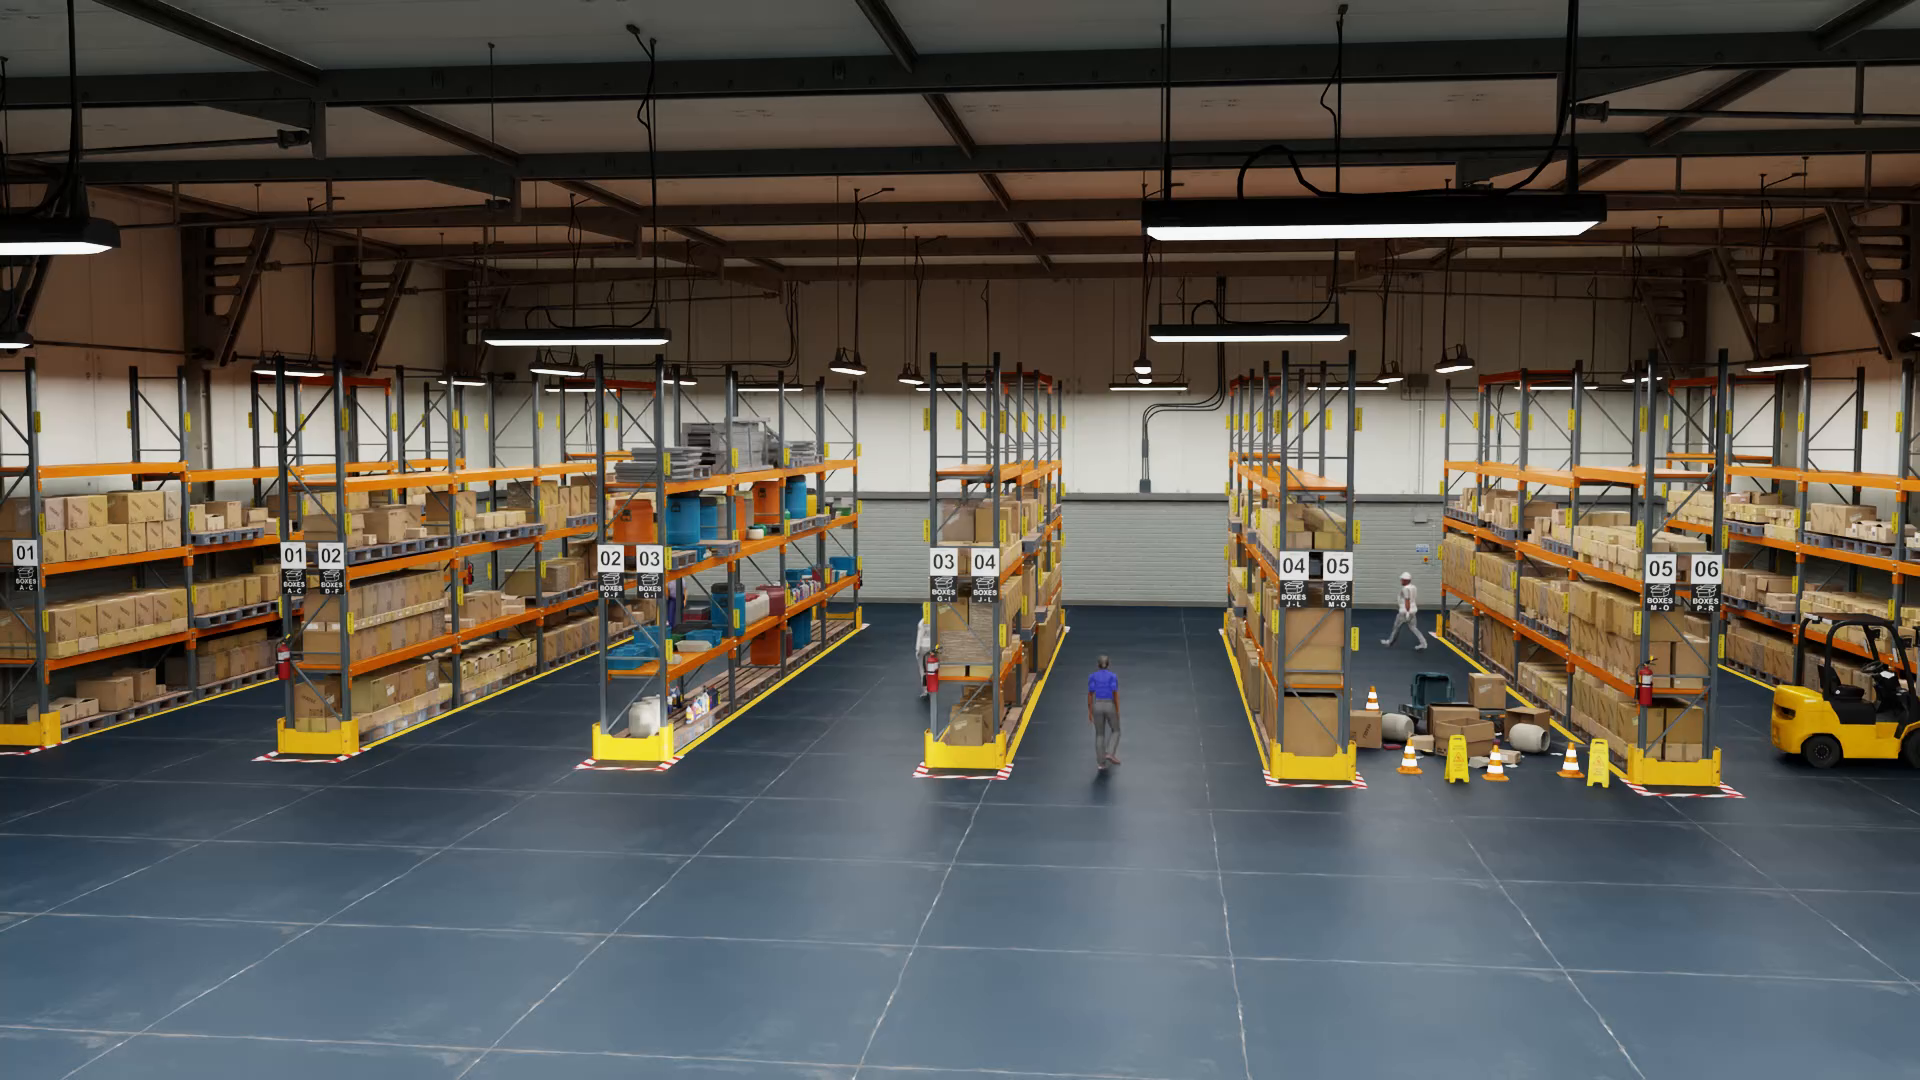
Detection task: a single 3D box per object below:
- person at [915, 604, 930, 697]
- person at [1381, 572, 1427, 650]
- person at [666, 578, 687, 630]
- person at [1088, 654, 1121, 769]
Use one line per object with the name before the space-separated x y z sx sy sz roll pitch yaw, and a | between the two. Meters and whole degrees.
person | -0.580 2.041 30.422 0.525 1.754 0.386 -2 5 -28
person | 9.778 1.561 36.583 0.538 1.707 1.120 -4 5 -42
person | -6.638 1.446 38.924 0.540 1.574 1.022 0 4 4
person | 2.087 2.477 23.997 0.507 1.646 0.457 1 4 15
